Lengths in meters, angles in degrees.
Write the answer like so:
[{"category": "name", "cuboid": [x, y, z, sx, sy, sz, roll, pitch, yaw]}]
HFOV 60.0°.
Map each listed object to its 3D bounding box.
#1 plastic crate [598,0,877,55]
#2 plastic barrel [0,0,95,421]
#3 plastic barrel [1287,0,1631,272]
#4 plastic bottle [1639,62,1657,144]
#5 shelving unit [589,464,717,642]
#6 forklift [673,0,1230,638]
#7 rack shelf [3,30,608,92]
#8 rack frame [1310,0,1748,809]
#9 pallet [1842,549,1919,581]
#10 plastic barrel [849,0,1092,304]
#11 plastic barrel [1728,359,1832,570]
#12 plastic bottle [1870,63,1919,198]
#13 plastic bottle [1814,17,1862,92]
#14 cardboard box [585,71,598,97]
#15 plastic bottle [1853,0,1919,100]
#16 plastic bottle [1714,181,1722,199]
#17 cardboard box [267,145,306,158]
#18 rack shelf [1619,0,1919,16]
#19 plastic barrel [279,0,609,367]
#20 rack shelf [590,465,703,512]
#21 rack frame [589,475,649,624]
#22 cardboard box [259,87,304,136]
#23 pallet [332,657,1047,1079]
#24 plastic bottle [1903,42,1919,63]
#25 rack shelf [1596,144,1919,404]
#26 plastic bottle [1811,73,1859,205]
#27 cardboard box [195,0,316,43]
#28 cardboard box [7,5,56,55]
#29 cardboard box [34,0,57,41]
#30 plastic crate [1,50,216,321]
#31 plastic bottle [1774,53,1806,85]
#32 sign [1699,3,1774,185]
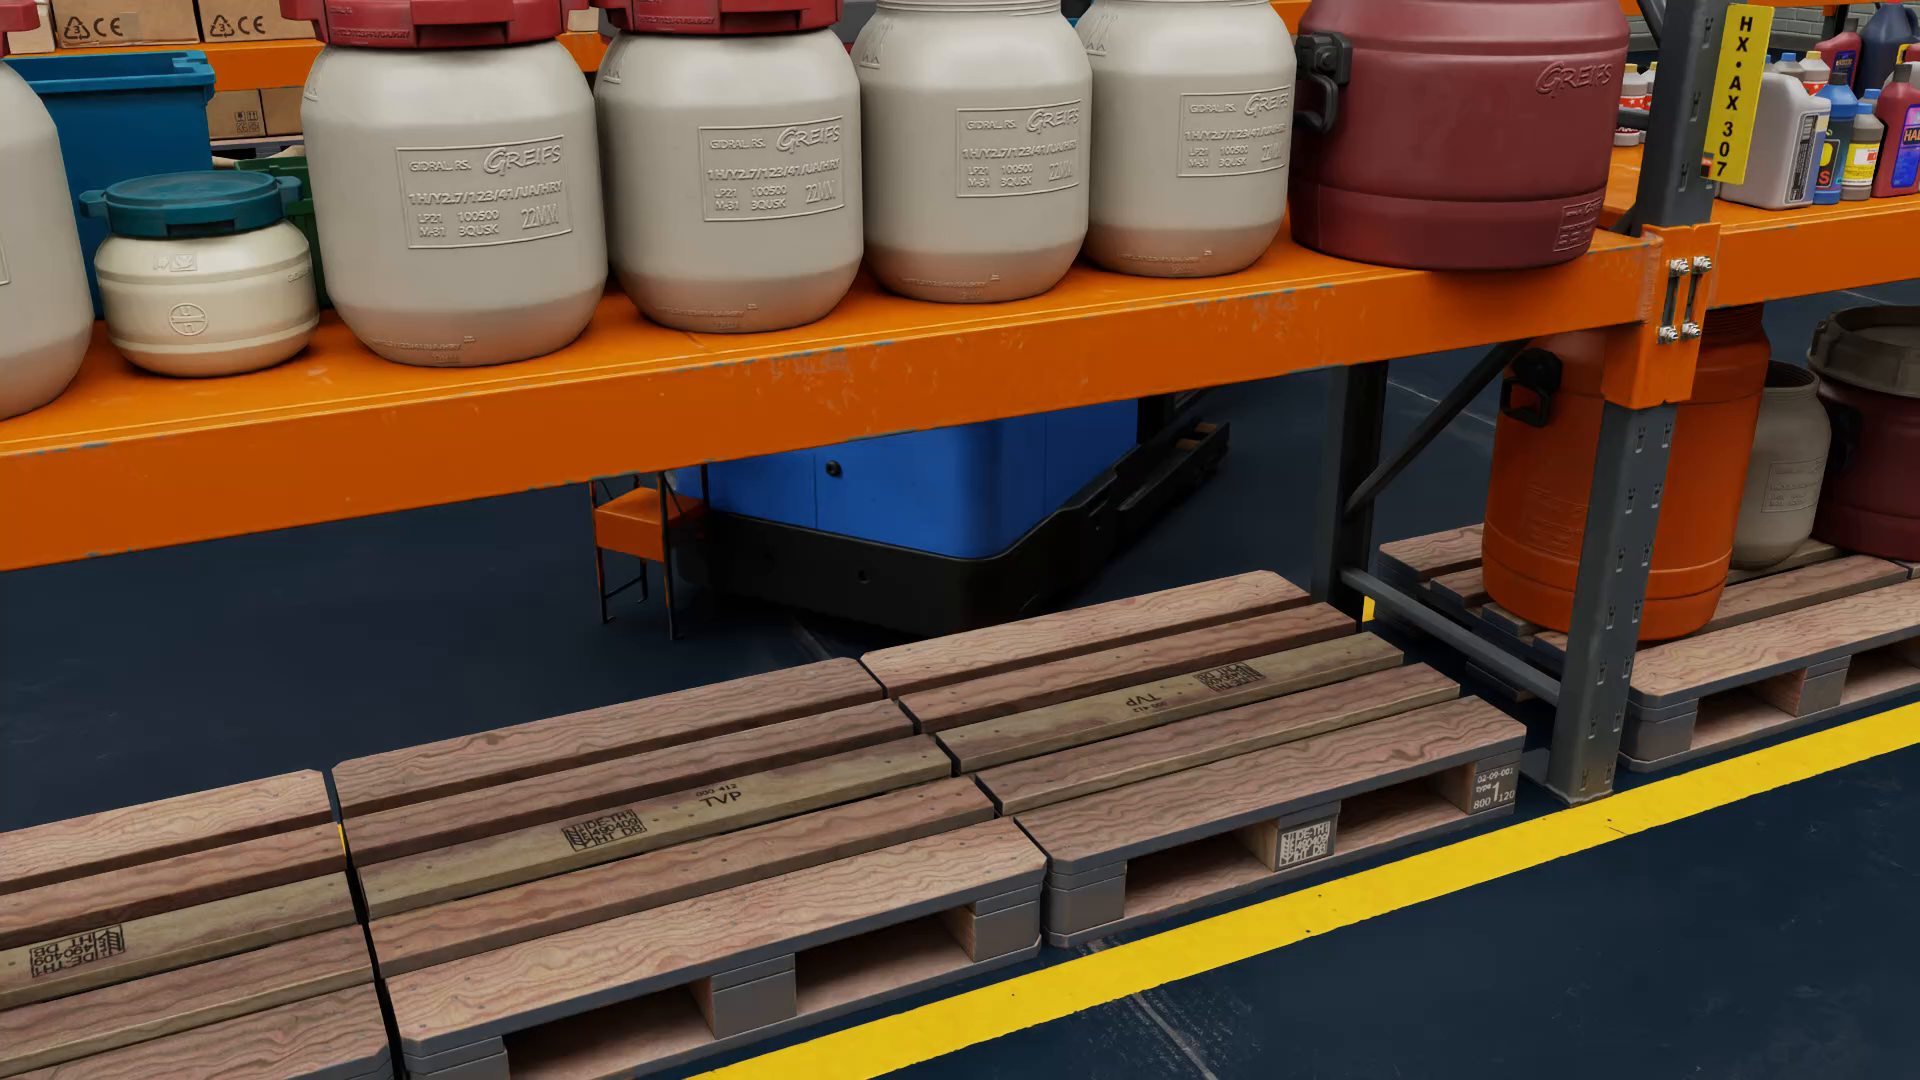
[{"category": "plastic crate", "cuboid": [-0.361, -0.825, 3.238, 0.583, 0.464, 0.402, -10, 25, -24]}, {"category": "plastic barrel", "cuboid": [-1.420, -0.441, 2.215, 0.433, 0.535, 0.433, 0, 22, 0]}, {"category": "plastic barrel", "cuboid": [0.941, -0.840, 3.179, 0.708, 0.536, 0.600, -10, 25, -24]}, {"category": "plastic bottle", "cuboid": [1.815, -1.148, 4.361, 0.097, 0.201, 0.097, 0, 22, 0]}, {"category": "shelving unit", "cuboid": [-0.851, -0.260, 4.505, 0.252, 1.050, 0.215, 12, 25, 26]}, {"category": "forklift", "cuboid": [0.297, -1.605, 5.294, 1.130, 2.935, 3.031, 11, 25, 25]}, {"category": "rack shelf", "cuboid": [-2.719, -2.002, 7.104, 4.000, 0.370, 1.077, -10, 25, -24]}, {"category": "rack frame", "cuboid": [1.228, -0.958, 3.643, 0.127, 3.000, 1.000, -10, 25, -24]}, {"category": "pallet", "cuboid": [3.018, -0.016, 5.012, 1.213, 0.211, 1.003, -10, 25, -24]}, {"category": "plastic barrel", "cuboid": [0.014, -0.696, 2.863, 0.421, 0.512, 0.421, 0, 22, 0]}, {"category": "plastic barrel", "cuboid": [2.131, -0.214, 4.549, 0.421, 0.512, 0.421, 0, 22, 0]}, {"category": "plastic bottle", "cuboid": [2.074, -0.903, 3.663, 0.133, 0.283, 0.061, -10, 25, -24]}, {"category": "plastic bottle", "cuboid": [2.437, -1.308, 4.640, 0.133, 0.283, 0.061, -10, 25, -24]}, {"category": "cardboard box", "cuboid": [-2.350, -3.650, 12.407, 0.750, 0.750, 0.750, -11, 25, -24]}, {"category": "plastic bottle", "cuboid": [2.598, -1.351, 4.657, 0.185, 0.351, 0.144, -10, 25, -24]}, {"category": "plastic bottle", "cuboid": [1.692, -0.914, 3.697, 0.135, 0.276, 0.152, -10, 25, -24]}, {"category": "cardboard box", "cuboid": [-2.910, -1.604, 7.515, 0.500, 0.311, 0.500, -11, 25, -24]}, {"category": "rack shelf", "cuboid": [4.489, -3.329, 10.310, 4.000, 0.370, 1.077, -10, 25, -24]}, {"category": "plastic barrel", "cuboid": [-0.758, -0.562, 2.509, 0.433, 0.535, 0.433, 0, 22, 0]}, {"category": "rack shelf", "cuboid": [-0.851, -0.250, 4.509, 0.240, 0.259, 0.215, 12, 25, 26]}, {"category": "rack frame", "cuboid": [-0.958, -0.282, 4.559, 0.008, 1.050, 0.200, 12, 25, 26]}, {"category": "cardboard box", "cuboid": [-4.645, -3.146, 11.621, 0.500, 0.500, 0.700, -11, 25, -24]}, {"category": "pallet", "cuboid": [-0.585, 0.646, 3.413, 1.213, 0.211, 1.003, -10, 25, -24]}, {"category": "plastic bottle", "cuboid": [2.666, -1.289, 4.594, 0.133, 0.283, 0.061, -10, 25, -24]}, {"category": "rack shelf", "cuboid": [3.030, -0.958, 4.582, 4.000, 0.370, 1.077, -10, 25, -24]}, {"category": "plastic bottle", "cuboid": [1.874, -0.869, 3.595, 0.097, 0.271, 0.097, 0, 22, 0]}, {"category": "cardboard box", "cuboid": [-2.897, -2.341, 6.852, 0.500, 0.500, 0.500, -10, 25, -24]}, {"category": "cardboard box", "cuboid": [-3.635, -1.963, 6.398, 0.250, 0.149, 0.380, -10, 25, -24]}, {"category": "cardboard box", "cuboid": [-3.809, -2.149, 6.696, 0.258, 0.266, 0.396, -11, 25, -25]}, {"category": "plastic crate", "cuboid": [-1.518, -0.577, 2.744, 0.575, 0.384, 0.392, -10, 25, -24]}, {"category": "plastic bottle", "cuboid": [2.253, -1.228, 4.556, 0.097, 0.201, 0.097, 0, 22, 0]}, {"category": "sign", "cuboid": [1.472, -0.845, 3.156, 0.005, 0.325, 0.100, -10, 25, -24]}]
